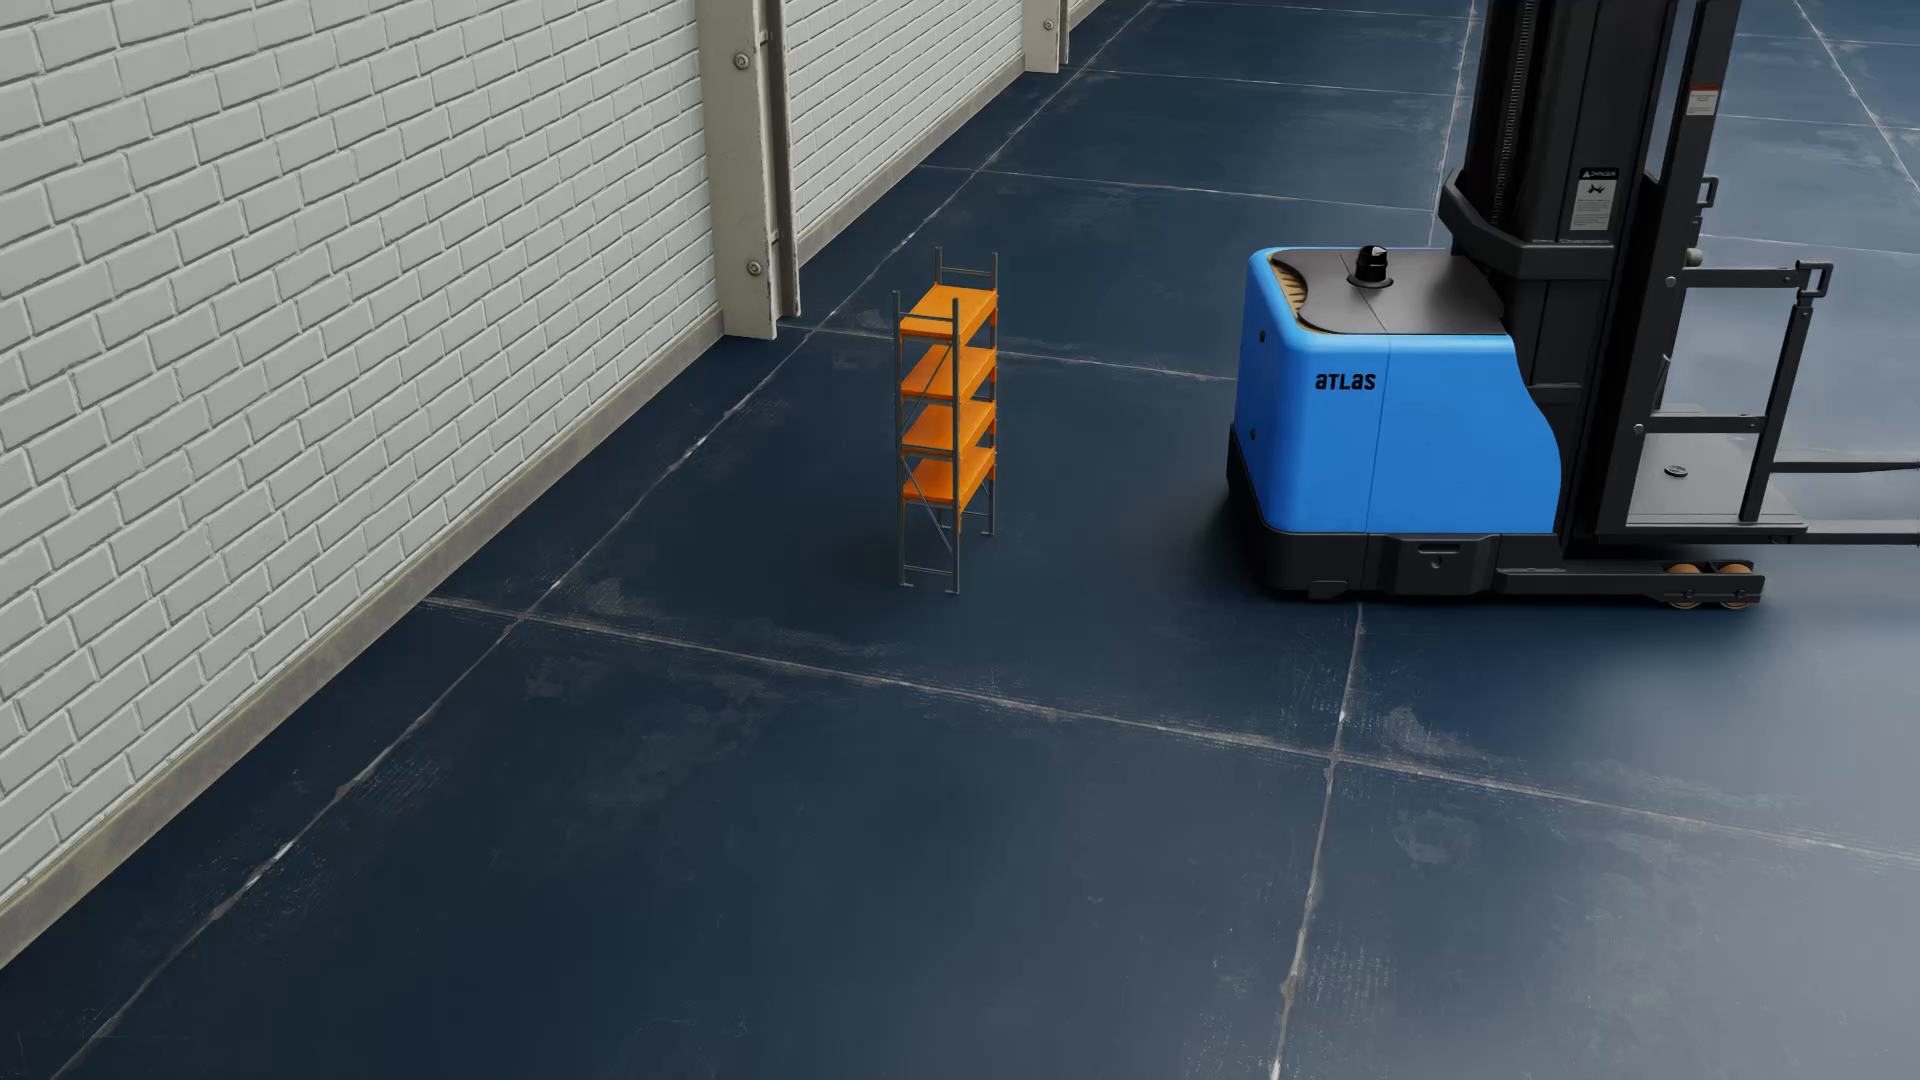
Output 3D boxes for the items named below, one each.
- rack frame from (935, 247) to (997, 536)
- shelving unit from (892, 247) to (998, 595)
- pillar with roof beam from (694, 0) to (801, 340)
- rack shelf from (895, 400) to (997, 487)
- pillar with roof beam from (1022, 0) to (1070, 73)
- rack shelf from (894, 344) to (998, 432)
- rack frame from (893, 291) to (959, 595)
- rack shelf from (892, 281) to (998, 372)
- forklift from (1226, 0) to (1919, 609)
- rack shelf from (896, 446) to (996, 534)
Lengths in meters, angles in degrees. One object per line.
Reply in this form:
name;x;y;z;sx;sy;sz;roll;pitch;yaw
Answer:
rack frame;0.023;-0.561;6.524;0.240;1.200;0.015;8;30;15
shelving unit;-0.049;-0.447;6.320;0.258;1.200;0.503;8;30;15
pillar with roof beam;3.057;-4.468;5.525;9.100;9.000;0.400;8;30;15
rack shelf;-0.049;-0.389;6.353;0.258;0.148;0.480;8;30;15
pillar with roof beam;4.818;-7.257;10.538;9.100;9.000;0.400;8;30;15
rack shelf;-0.049;-0.584;6.244;0.258;0.148;0.480;8;30;15
rack frame;-0.120;-0.334;6.116;0.240;1.200;0.015;8;30;15
rack shelf;-0.049;-0.791;6.129;0.258;0.148;0.480;8;30;15
forklift;2.647;-1.281;6.038;3.031;2.935;1.130;0;29;0
rack shelf;-0.049;-0.215;6.449;0.258;0.148;0.480;8;30;15
